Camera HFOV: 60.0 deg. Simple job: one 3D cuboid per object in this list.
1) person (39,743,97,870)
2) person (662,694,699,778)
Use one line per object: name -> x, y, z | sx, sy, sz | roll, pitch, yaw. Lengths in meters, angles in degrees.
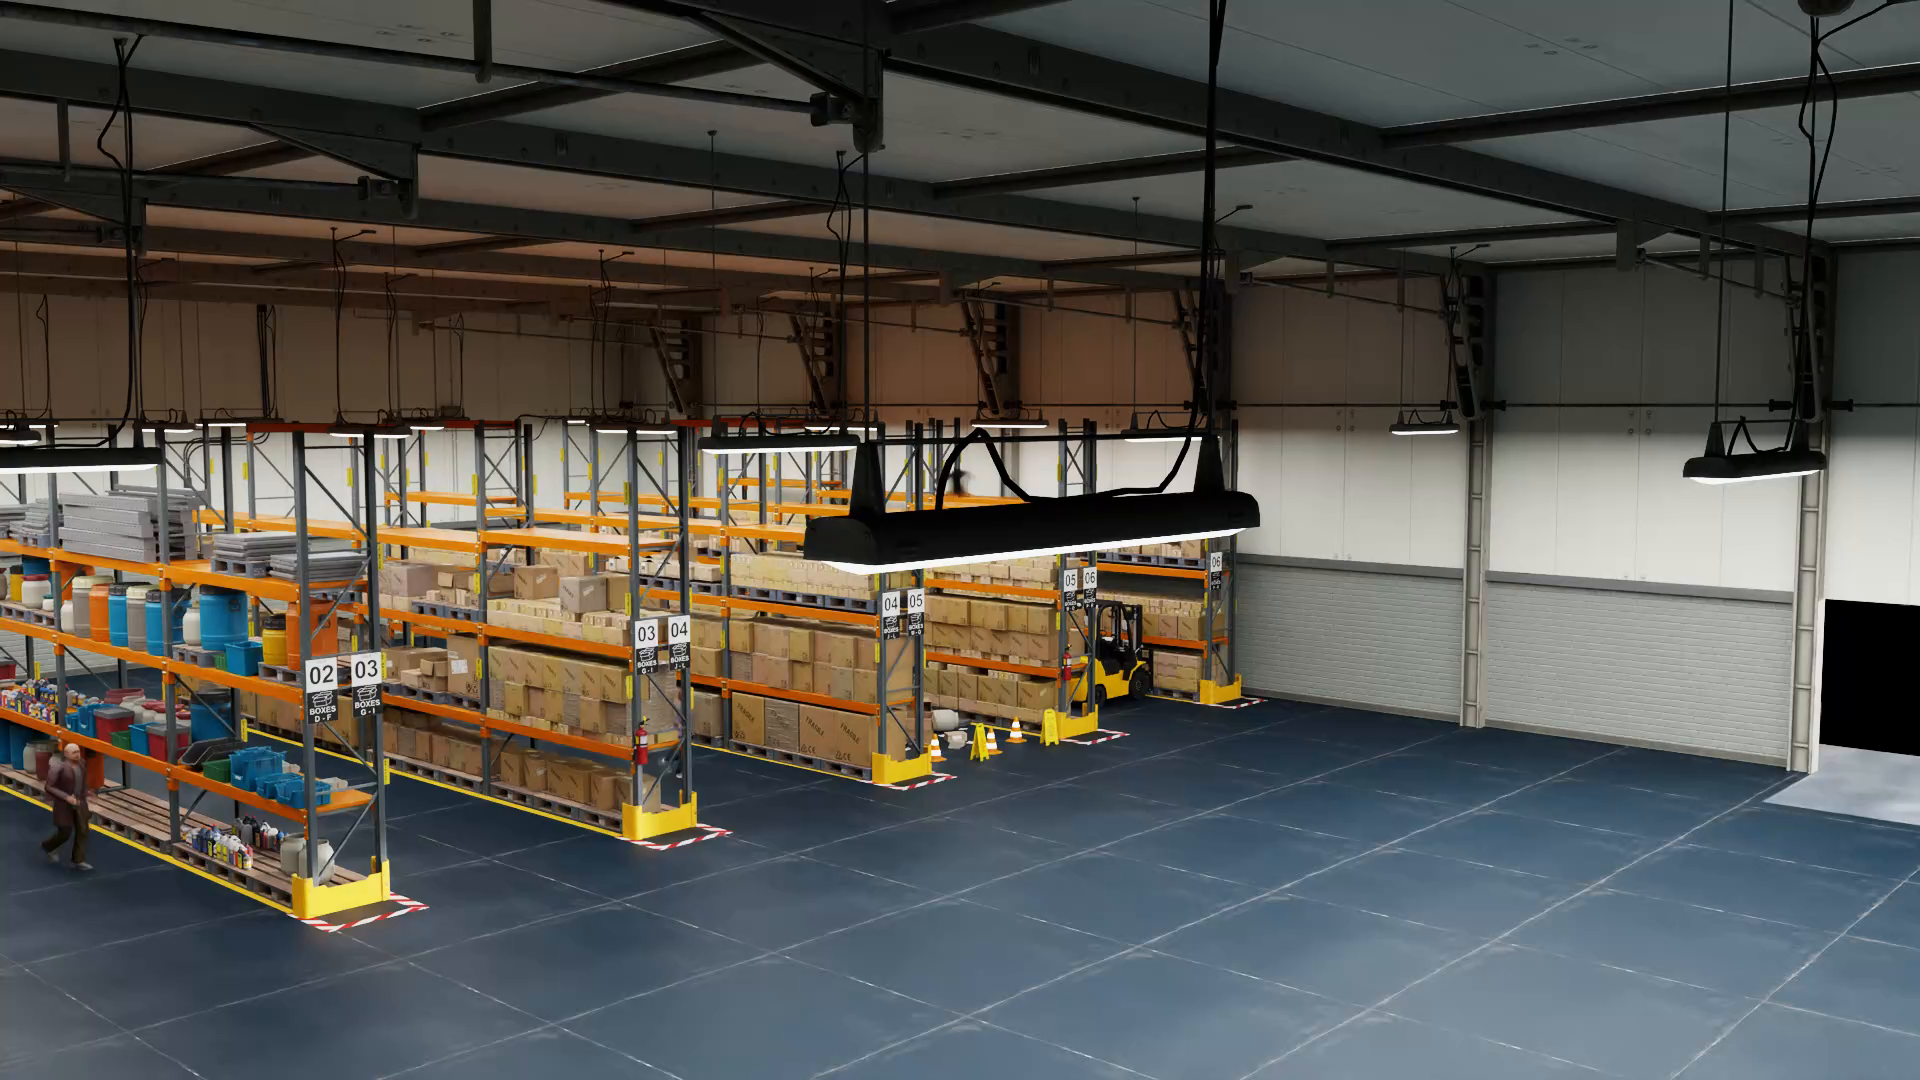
person -> -12.214, 3.616, 22.676 | 0.899, 1.738, 0.703 | 2, 5, 27
person -> -4.754, 3.279, 28.130 | 0.575, 1.531, 0.539 | 1, 5, 15
